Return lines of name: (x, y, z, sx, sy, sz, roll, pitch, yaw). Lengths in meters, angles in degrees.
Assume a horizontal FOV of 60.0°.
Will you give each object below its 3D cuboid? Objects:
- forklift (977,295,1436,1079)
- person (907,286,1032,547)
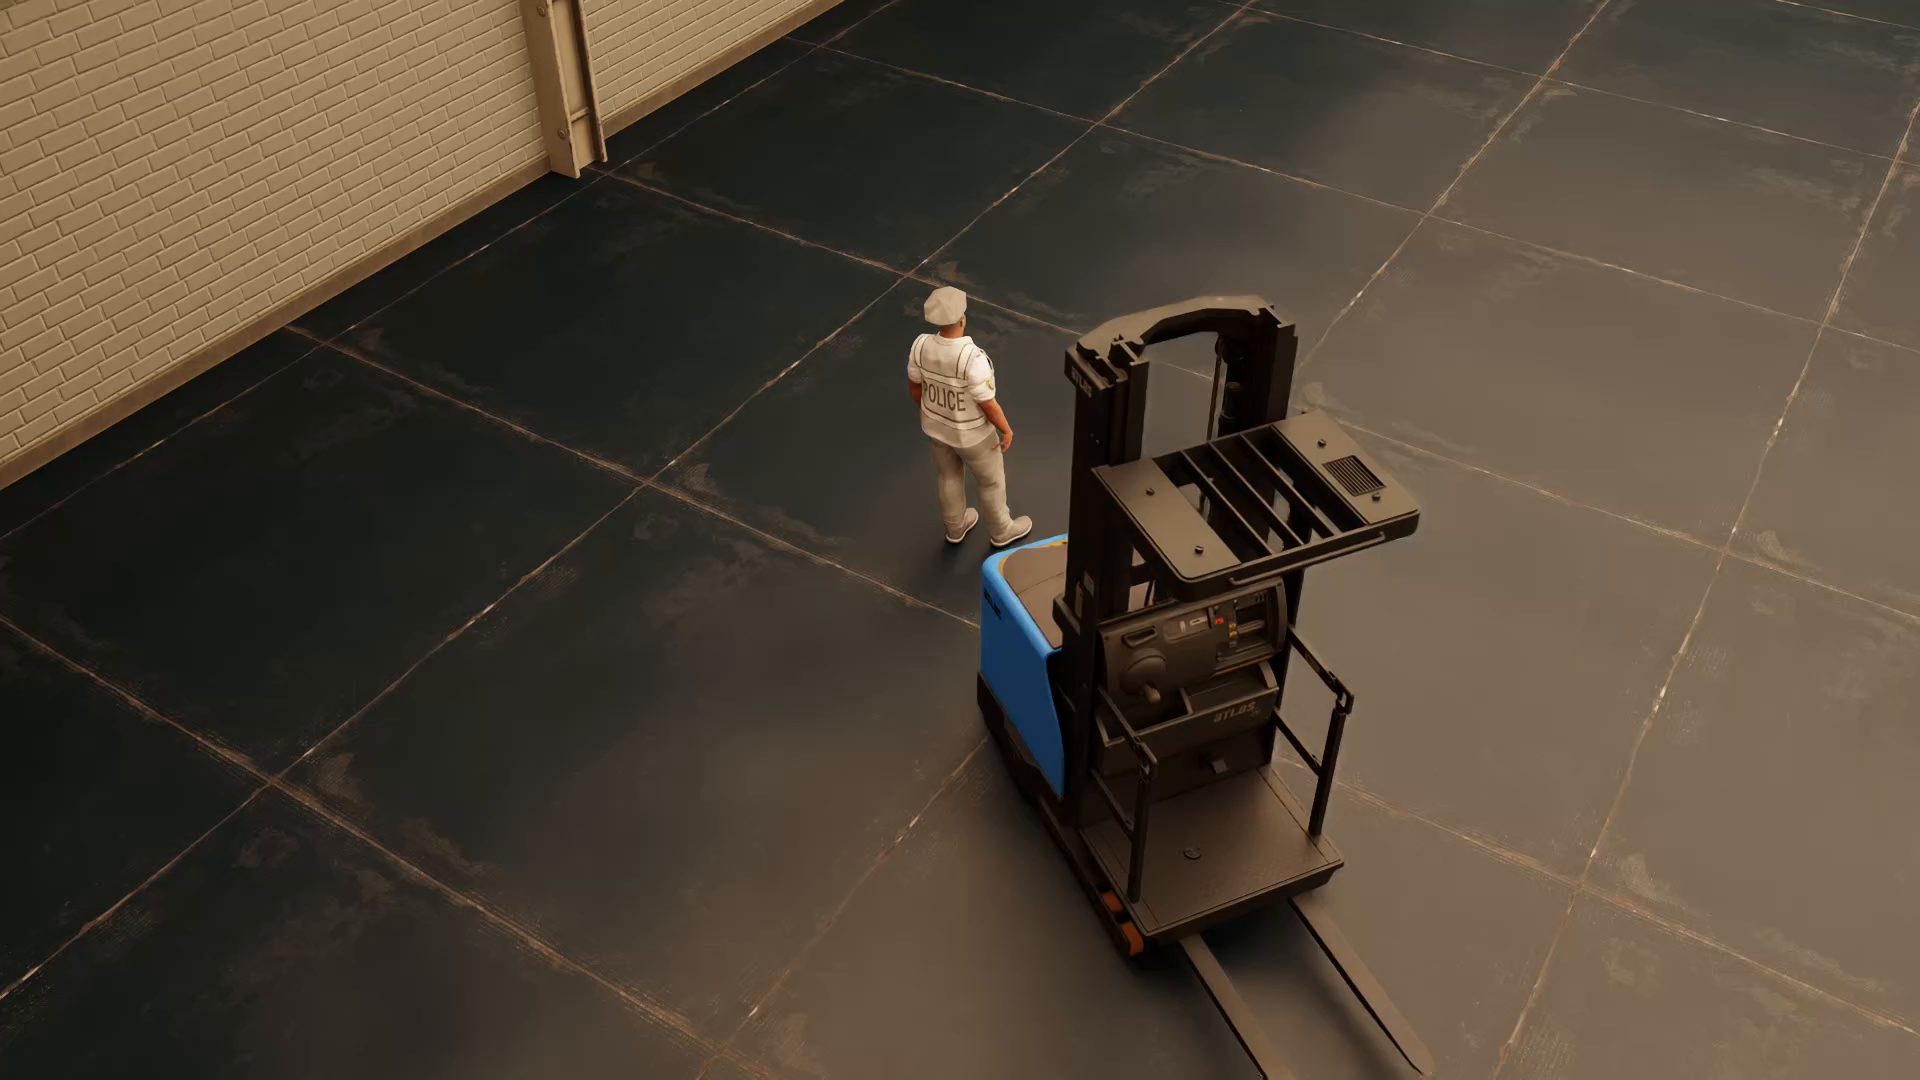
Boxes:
forklift: (1.147, 0.536, 7.335, 1.130, 2.935, 3.031, -16, 43, -18)
person: (0.051, -0.725, 9.698, 0.641, 1.781, 0.574, 22, 45, 24)
